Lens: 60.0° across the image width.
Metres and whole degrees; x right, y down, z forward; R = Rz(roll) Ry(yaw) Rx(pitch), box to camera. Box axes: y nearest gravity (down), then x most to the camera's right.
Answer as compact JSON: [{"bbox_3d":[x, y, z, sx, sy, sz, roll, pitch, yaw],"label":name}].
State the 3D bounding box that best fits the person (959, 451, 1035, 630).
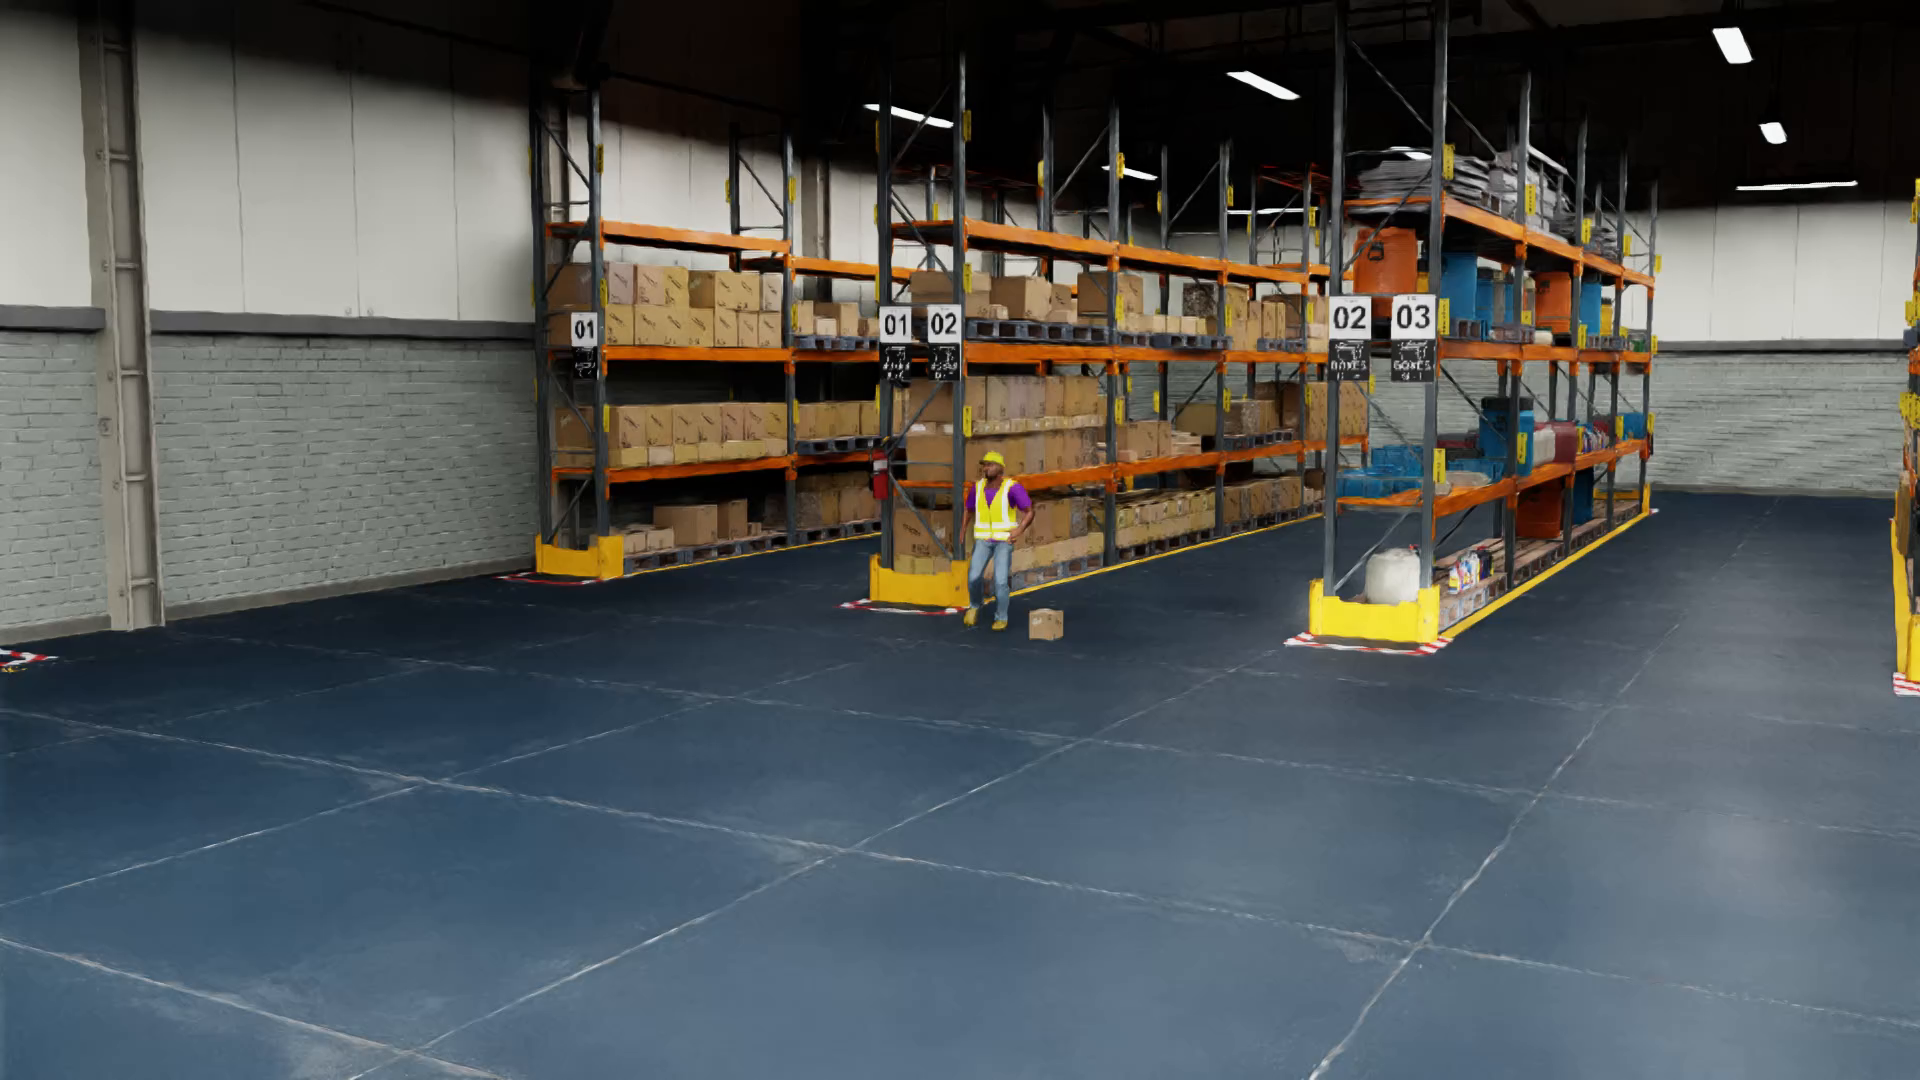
[{"bbox_3d":[0.345,0.008,16.122,0.750,1.732,0.523,1,6,14],"label":"person"}]
